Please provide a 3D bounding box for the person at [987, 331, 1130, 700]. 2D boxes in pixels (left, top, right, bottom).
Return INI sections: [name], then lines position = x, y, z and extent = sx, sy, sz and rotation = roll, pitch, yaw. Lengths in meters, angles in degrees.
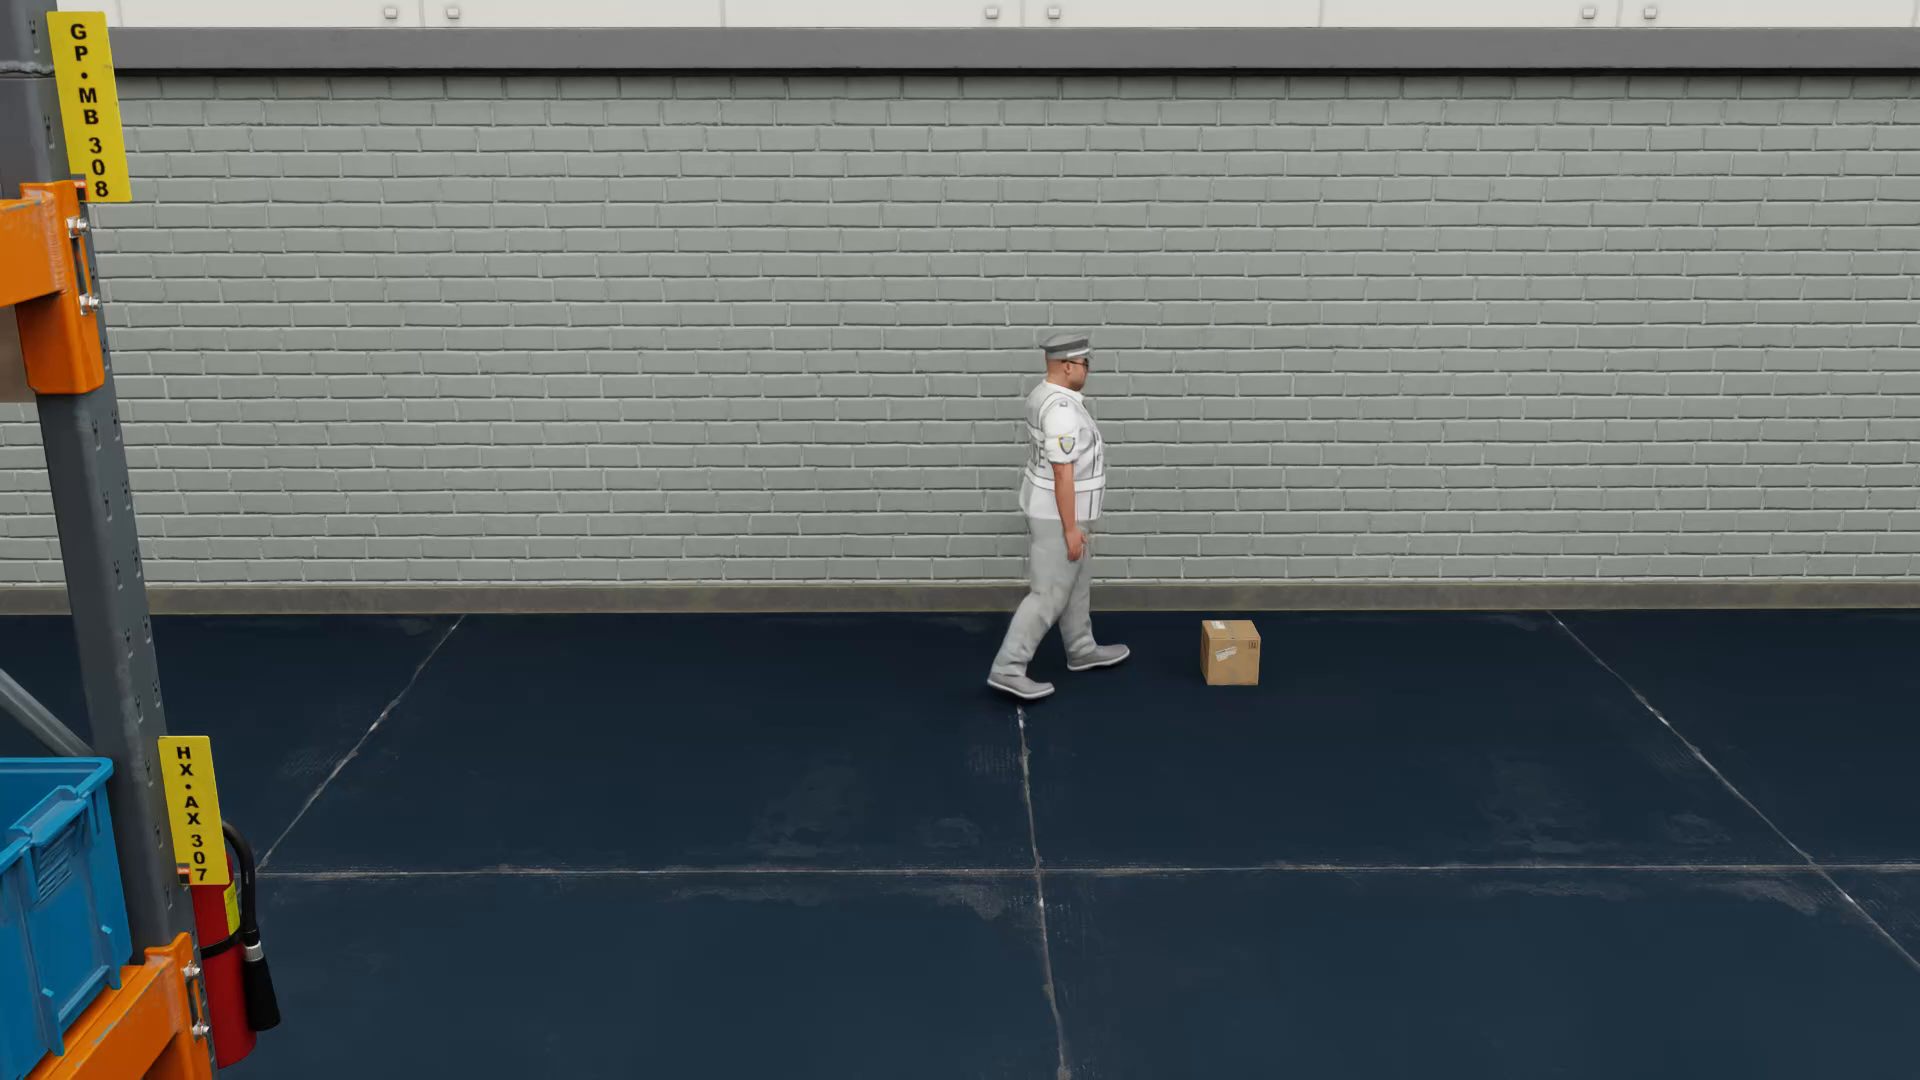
[person]
position = 0.497, -0.130, 7.942
extent = 0.780, 1.742, 0.559
rotation = -2, 17, -7
